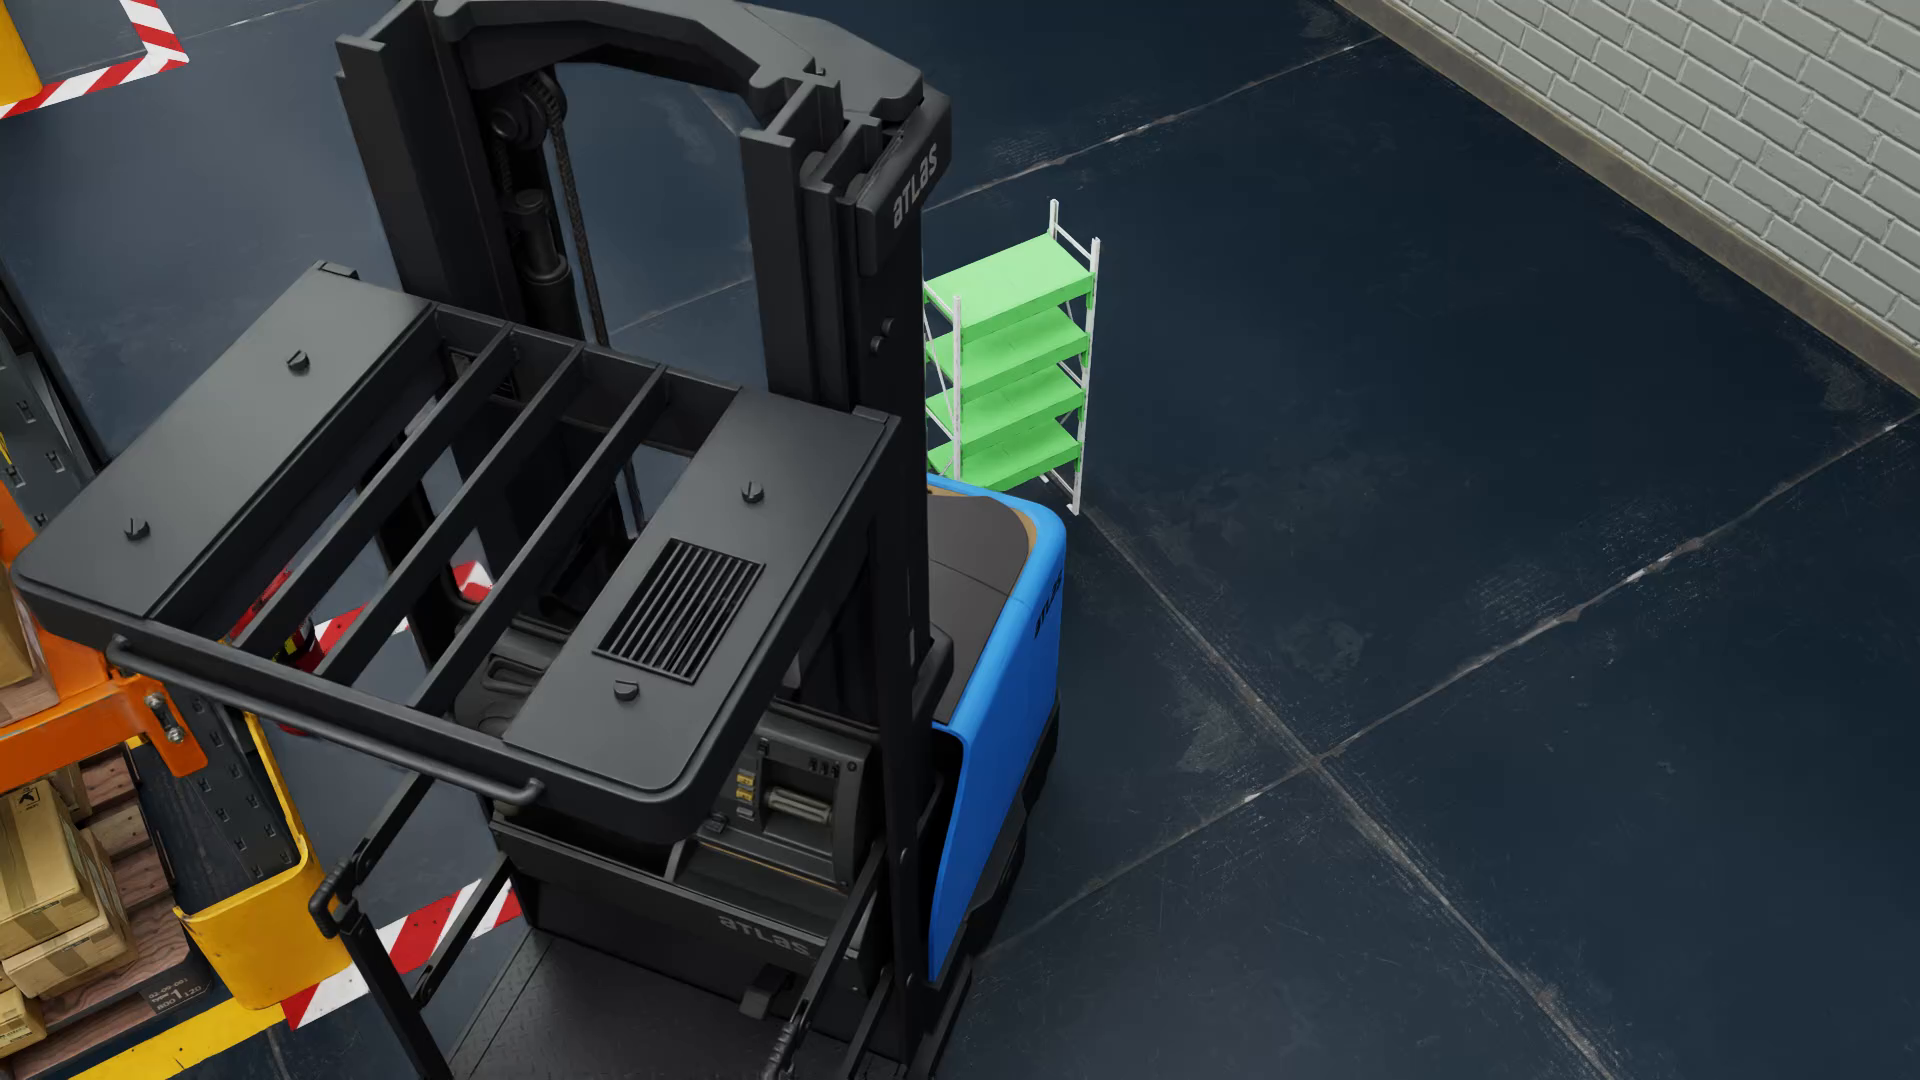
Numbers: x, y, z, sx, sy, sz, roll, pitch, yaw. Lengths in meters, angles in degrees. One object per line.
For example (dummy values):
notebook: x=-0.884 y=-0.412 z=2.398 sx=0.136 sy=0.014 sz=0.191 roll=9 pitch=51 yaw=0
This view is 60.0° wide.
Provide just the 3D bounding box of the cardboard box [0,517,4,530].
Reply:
cardboard box: x=-2.520 y=-0.141 z=4.036 sx=0.250 sy=0.149 sz=0.380 roll=-26 pitch=53 yaw=-21

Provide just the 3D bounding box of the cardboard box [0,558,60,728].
cardboard box: x=-2.197 y=0.245 z=3.691 sx=0.250 sy=0.149 sz=0.380 roll=-25 pitch=53 yaw=-21

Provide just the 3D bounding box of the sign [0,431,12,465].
sign: x=-1.792 y=-0.279 z=3.003 sx=0.005 sy=0.325 sz=0.100 roll=-25 pitch=53 yaw=-21

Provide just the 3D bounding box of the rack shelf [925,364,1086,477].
rack shelf: x=0.140 y=-0.422 z=5.408 sx=0.480 sy=0.148 sz=0.258 roll=-25 pitch=53 yaw=-21

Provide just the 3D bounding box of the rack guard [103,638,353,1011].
rack guard: x=-2.136 y=0.715 z=4.779 sx=0.348 sy=0.500 sz=1.175 roll=-25 pitch=53 yaw=-21

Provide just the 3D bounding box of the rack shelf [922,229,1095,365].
rack shelf: x=0.140 y=-0.742 z=5.050 sx=0.480 sy=0.148 sz=0.258 roll=-25 pitch=53 yaw=-21

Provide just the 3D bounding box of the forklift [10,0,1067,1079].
forklift: x=-0.705 y=0.560 z=3.289 sx=1.130 sy=2.935 sz=3.031 roll=16 pitch=50 yaw=14

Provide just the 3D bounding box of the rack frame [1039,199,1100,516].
rack frame: x=0.346 y=-0.562 z=5.447 sx=0.015 sy=1.200 sz=0.240 roll=-25 pitch=53 yaw=-21

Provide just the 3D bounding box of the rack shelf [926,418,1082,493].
rack shelf: x=0.140 y=-0.263 z=5.588 sx=0.480 sy=0.148 sz=0.258 roll=-25 pitch=53 yaw=-21

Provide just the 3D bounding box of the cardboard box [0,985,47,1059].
cardboard box: x=-2.569 y=1.169 z=4.328 sx=0.250 sy=0.149 sz=0.380 roll=-24 pitch=52 yaw=-20

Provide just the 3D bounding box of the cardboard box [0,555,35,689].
cardboard box: x=-2.314 y=0.062 z=3.420 sx=0.500 sy=0.500 sz=0.500 roll=-24 pitch=53 yaw=-20

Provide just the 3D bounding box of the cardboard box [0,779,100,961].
cardboard box: x=-2.384 y=0.835 z=4.228 sx=0.250 sy=0.149 sz=0.380 roll=-25 pitch=53 yaw=-20

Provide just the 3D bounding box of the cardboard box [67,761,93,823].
cardboard box: x=-2.686 y=0.668 z=4.774 sx=0.250 sy=0.149 sz=0.380 roll=-24 pitch=53 yaw=-20

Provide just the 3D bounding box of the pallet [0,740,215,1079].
pallet: x=-2.842 y=1.112 z=4.618 sx=1.213 sy=0.211 sz=1.003 roll=-25 pitch=53 yaw=-21

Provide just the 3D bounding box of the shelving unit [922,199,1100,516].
shelving unit: x=0.140 y=-0.465 z=5.361 sx=0.503 sy=1.200 sz=0.258 roll=-25 pitch=53 yaw=-21

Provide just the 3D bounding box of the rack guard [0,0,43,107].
rack guard: x=-4.612 y=-2.498 z=7.640 sx=0.348 sy=0.500 sz=1.175 roll=-25 pitch=53 yaw=-21

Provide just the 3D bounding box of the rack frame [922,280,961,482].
rack frame: x=-0.066 y=-0.368 z=5.274 sx=0.015 sy=1.200 sz=0.240 roll=-25 pitch=53 yaw=-21

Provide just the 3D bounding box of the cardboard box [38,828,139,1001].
cardboard box: x=-2.406 y=1.003 z=4.476 sx=0.250 sy=0.149 sz=0.380 roll=-24 pitch=53 yaw=-20

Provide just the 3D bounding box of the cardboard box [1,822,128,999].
cardboard box: x=-2.366 y=0.953 z=4.321 sx=0.250 sy=0.149 sz=0.380 roll=-27 pitch=53 yaw=-22

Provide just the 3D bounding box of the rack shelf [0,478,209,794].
rack shelf: x=-3.763 y=0.889 z=3.431 sx=4.000 sy=0.370 sz=1.077 roll=-25 pitch=53 yaw=-21

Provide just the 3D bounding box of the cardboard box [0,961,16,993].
cardboard box: x=-2.616 y=1.023 z=4.259 sx=0.250 sy=0.149 sz=0.380 roll=-26 pitch=53 yaw=-22

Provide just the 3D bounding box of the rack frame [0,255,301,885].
rack frame: x=-2.072 y=-0.147 z=3.872 sx=0.127 sy=3.000 sz=1.000 roll=-25 pitch=53 yaw=-21

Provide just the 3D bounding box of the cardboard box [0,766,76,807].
cardboard box: x=-2.652 y=0.609 z=4.628 sx=0.250 sy=0.149 sz=0.380 roll=-23 pitch=52 yaw=-19

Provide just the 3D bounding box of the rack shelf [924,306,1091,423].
rack shelf: x=0.140 y=-0.582 z=5.229 sx=0.480 sy=0.148 sz=0.258 roll=-25 pitch=53 yaw=-21

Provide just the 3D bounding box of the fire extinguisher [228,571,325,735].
fire extinguisher: x=-1.612 y=0.194 z=3.870 sx=0.183 sy=0.674 sz=0.296 roll=-25 pitch=53 yaw=-21
